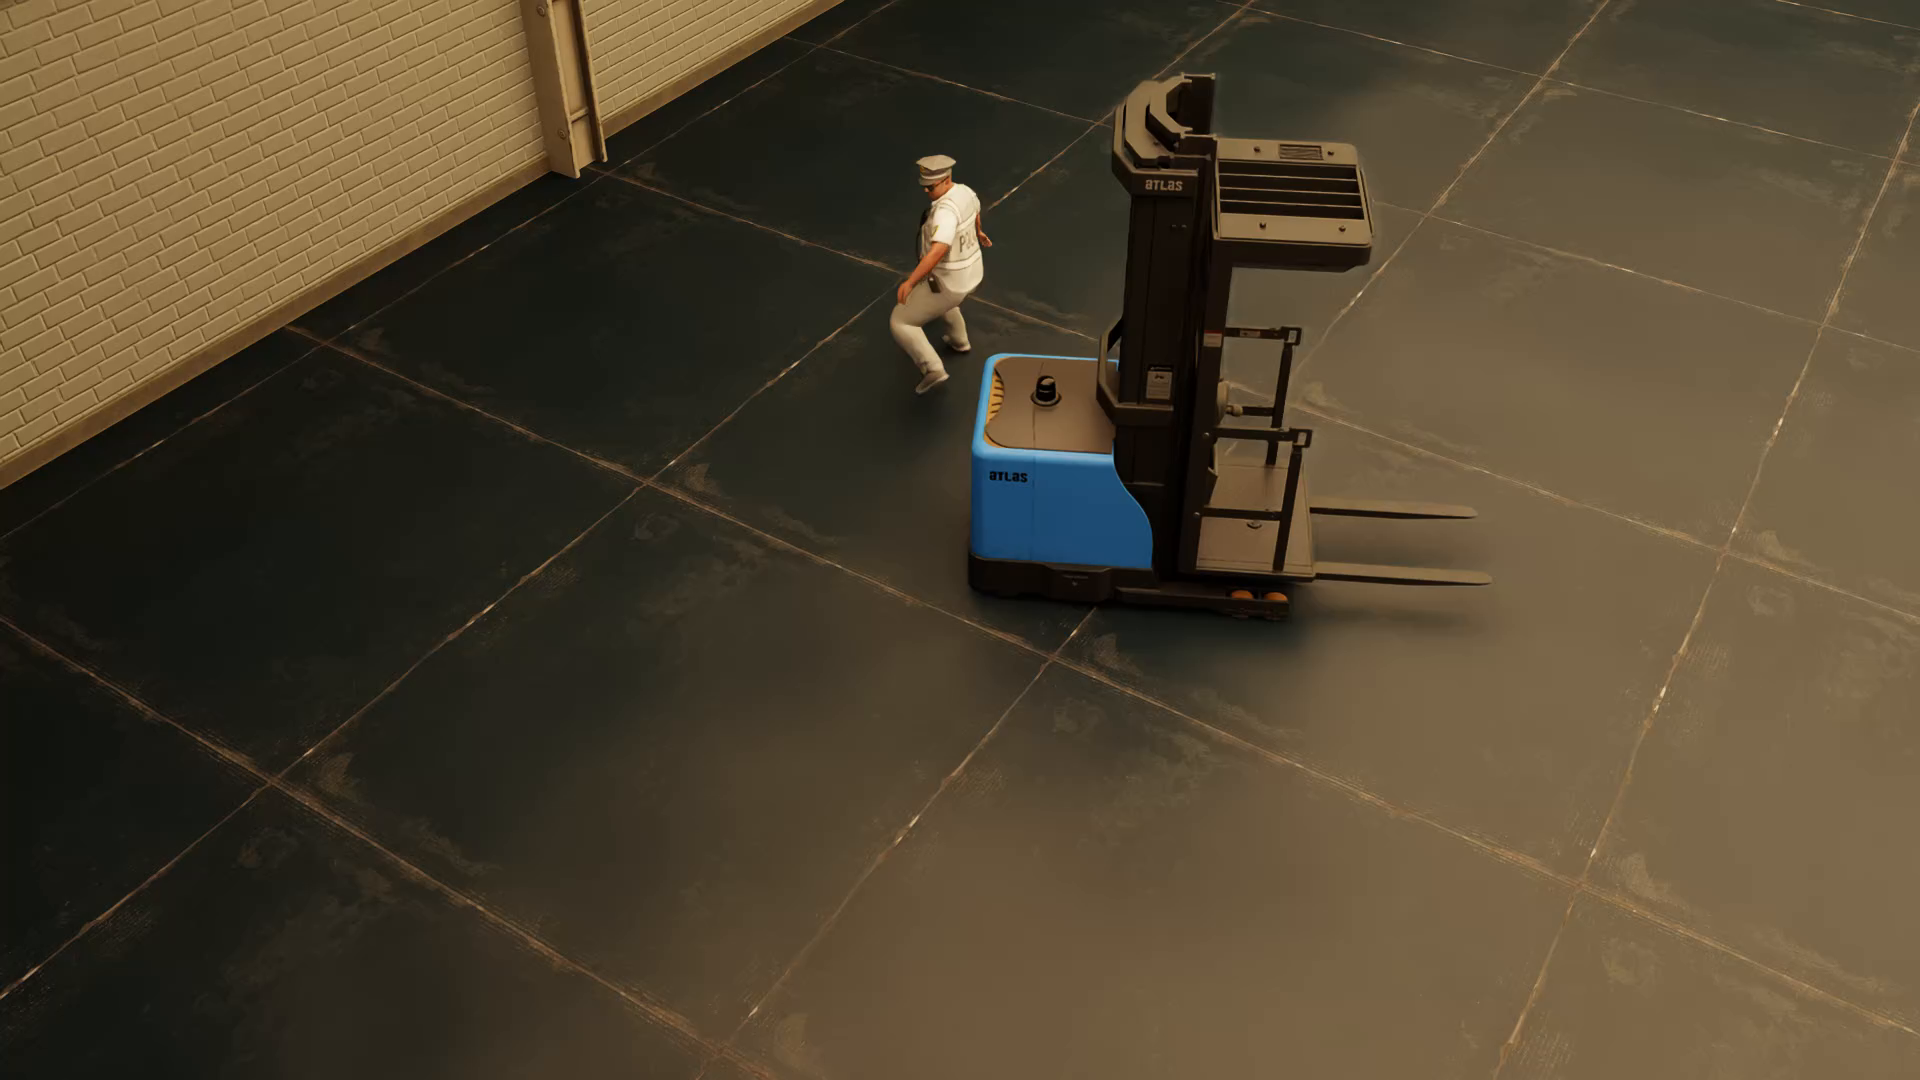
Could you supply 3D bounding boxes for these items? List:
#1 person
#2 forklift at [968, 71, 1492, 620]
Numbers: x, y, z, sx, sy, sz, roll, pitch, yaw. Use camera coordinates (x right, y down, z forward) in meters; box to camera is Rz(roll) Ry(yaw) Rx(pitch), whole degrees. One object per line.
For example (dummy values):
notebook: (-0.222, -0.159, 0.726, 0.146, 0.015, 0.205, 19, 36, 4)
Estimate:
person: (-0.098, -1.827, 11.201, 0.487, 1.641, 1.141, 18, 44, 20)
forklift: (1.598, -1.014, 9.164, 3.031, 2.935, 1.130, 4, 40, 4)
